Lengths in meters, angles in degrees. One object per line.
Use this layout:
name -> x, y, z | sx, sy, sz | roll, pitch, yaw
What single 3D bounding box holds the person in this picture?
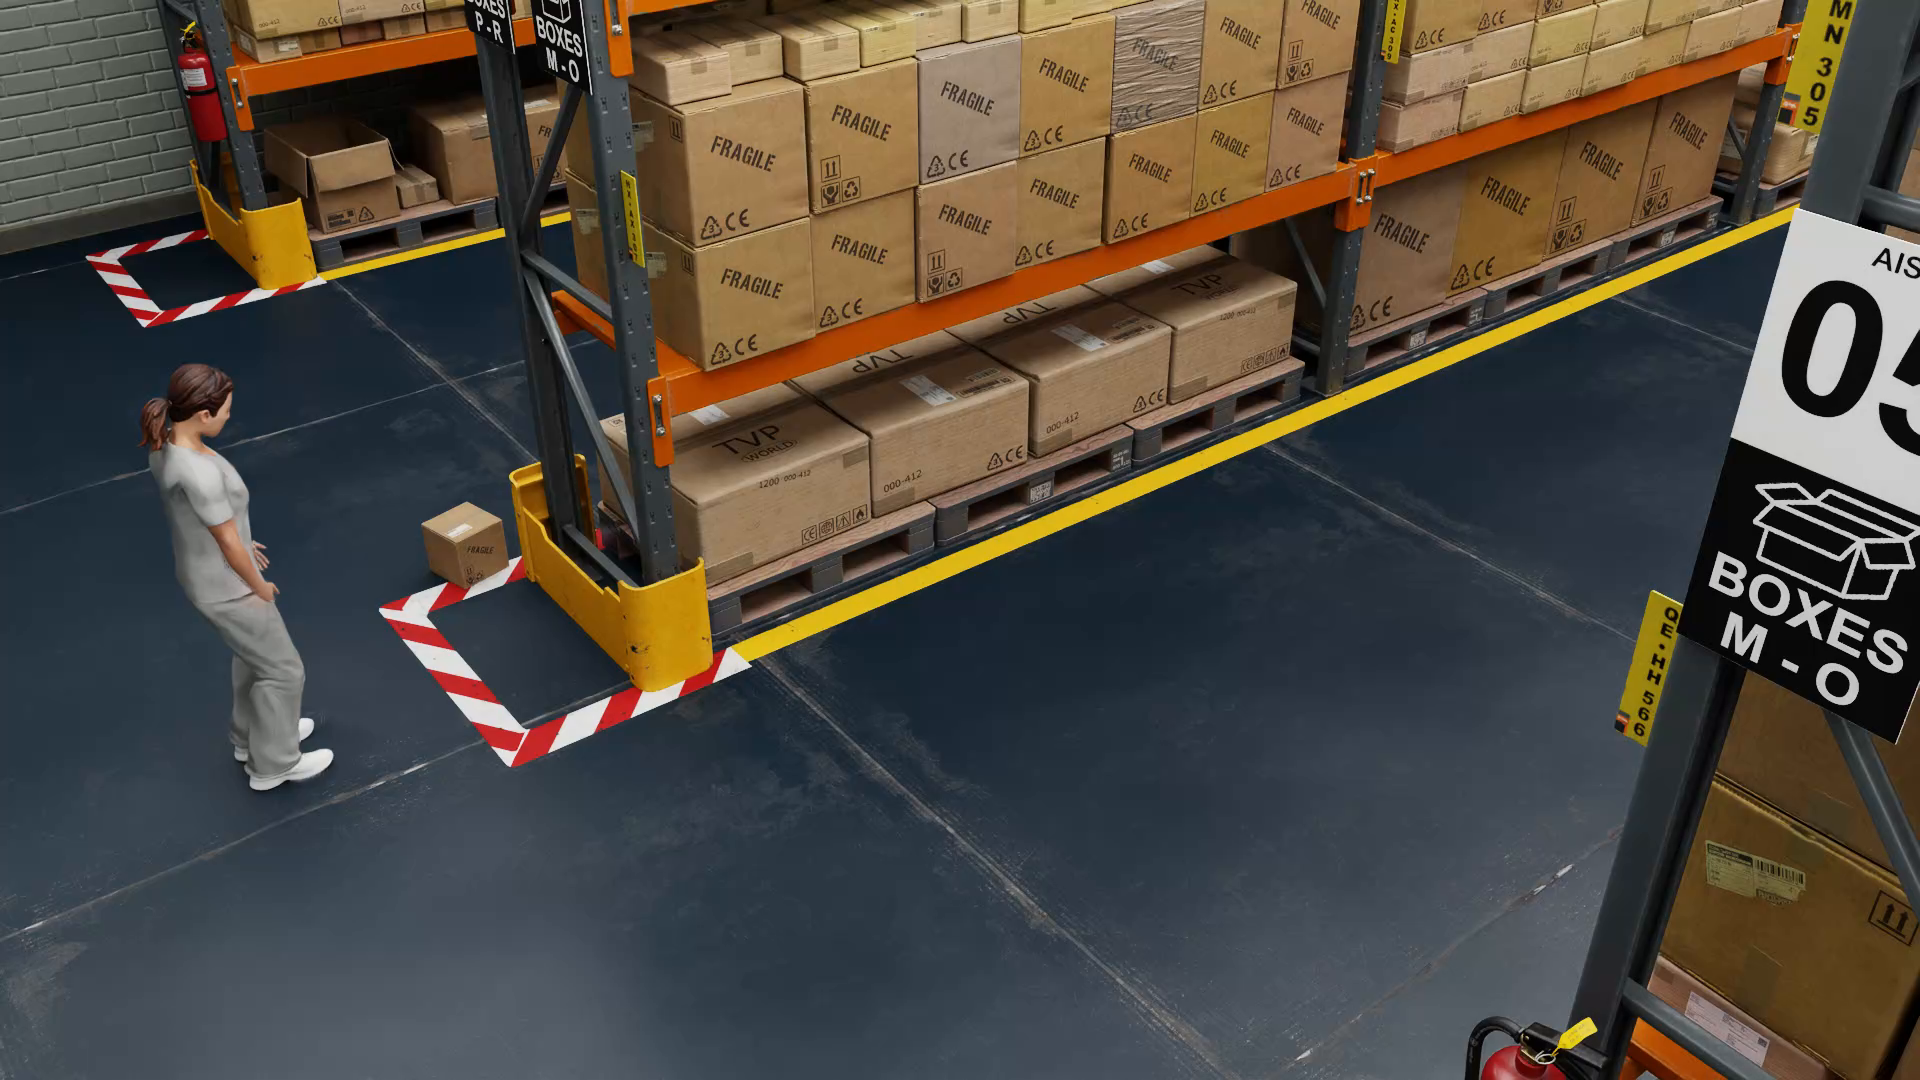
person -> -2.612, 0.136, 5.954 | 0.347, 1.652, 0.453 | -22, 38, -30
